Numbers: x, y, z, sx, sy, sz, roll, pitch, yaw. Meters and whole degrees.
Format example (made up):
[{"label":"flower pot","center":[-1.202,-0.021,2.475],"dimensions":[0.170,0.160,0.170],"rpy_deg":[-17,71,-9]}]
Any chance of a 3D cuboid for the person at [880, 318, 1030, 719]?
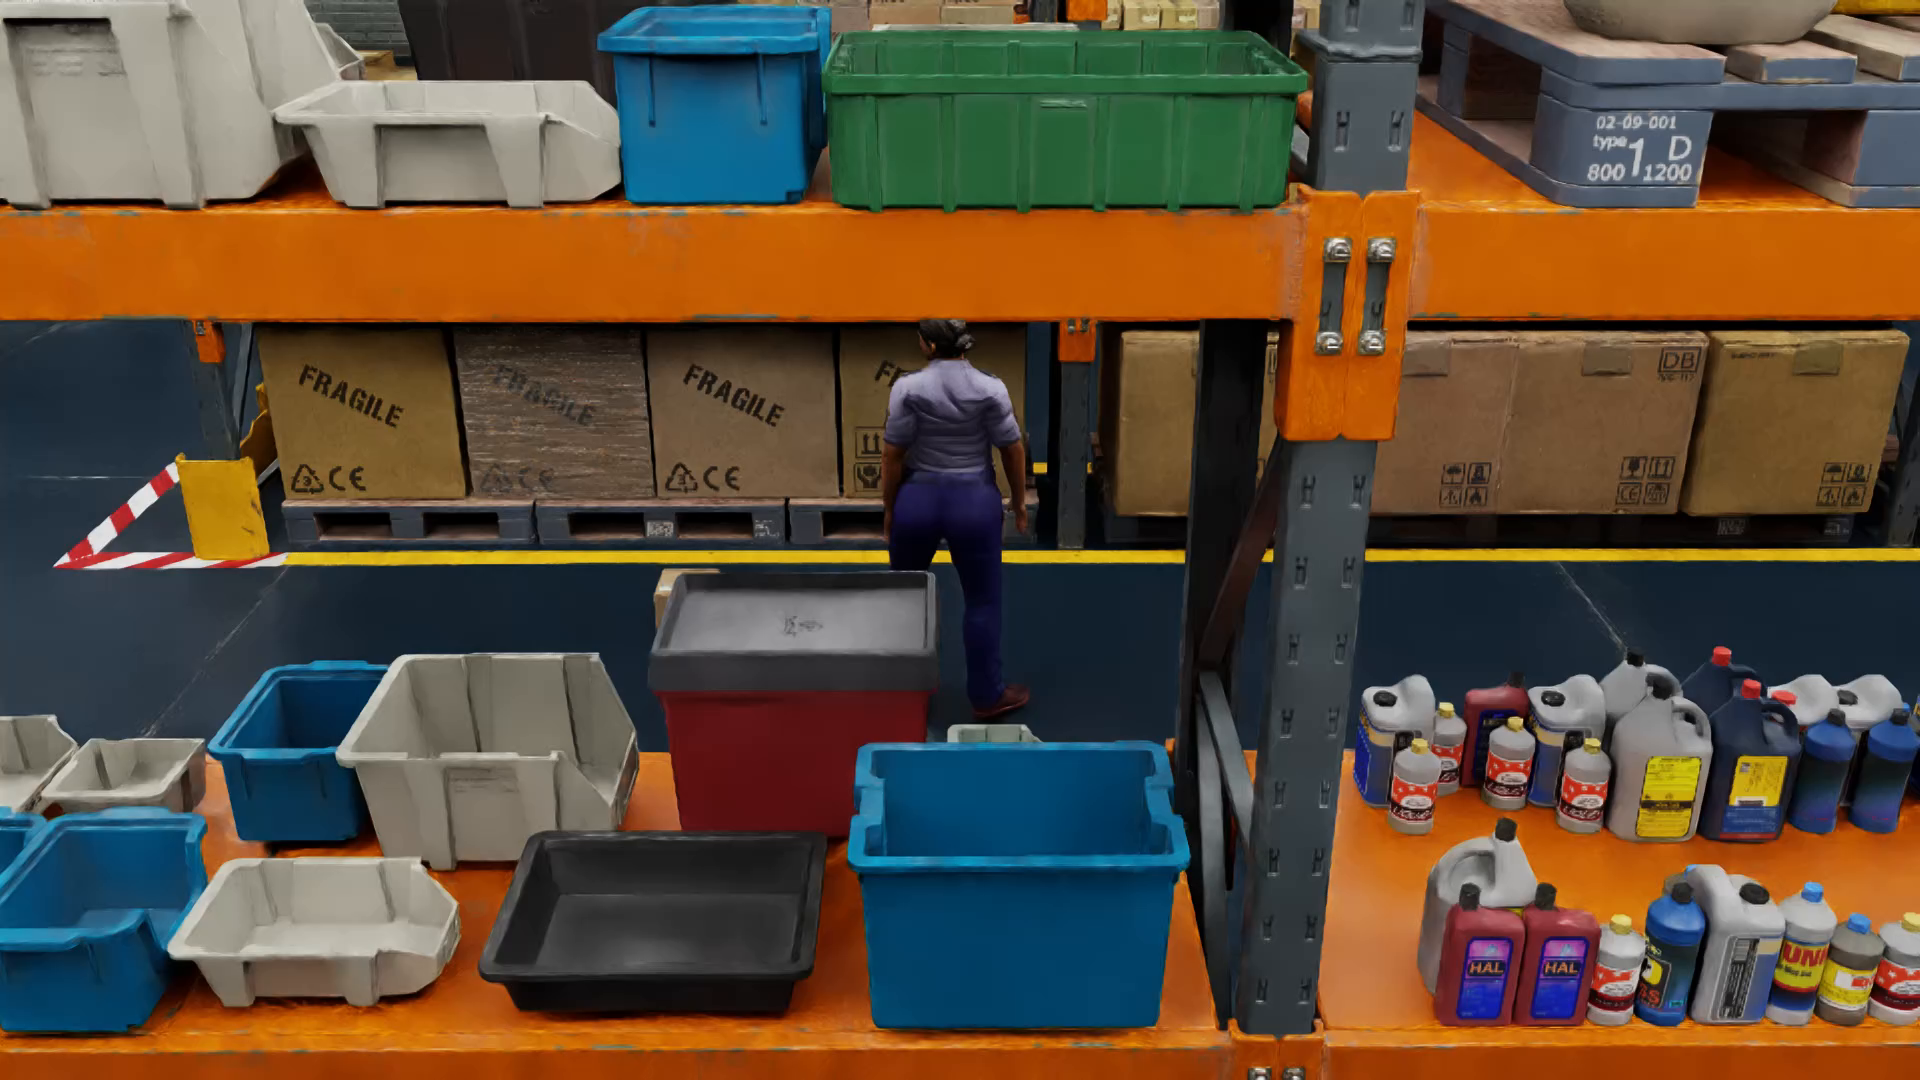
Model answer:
[{"label":"person","center":[-0.014,-0.086,6.304],"dimensions":[0.575,1.660,0.359],"rpy_deg":[3,24,6]}]
